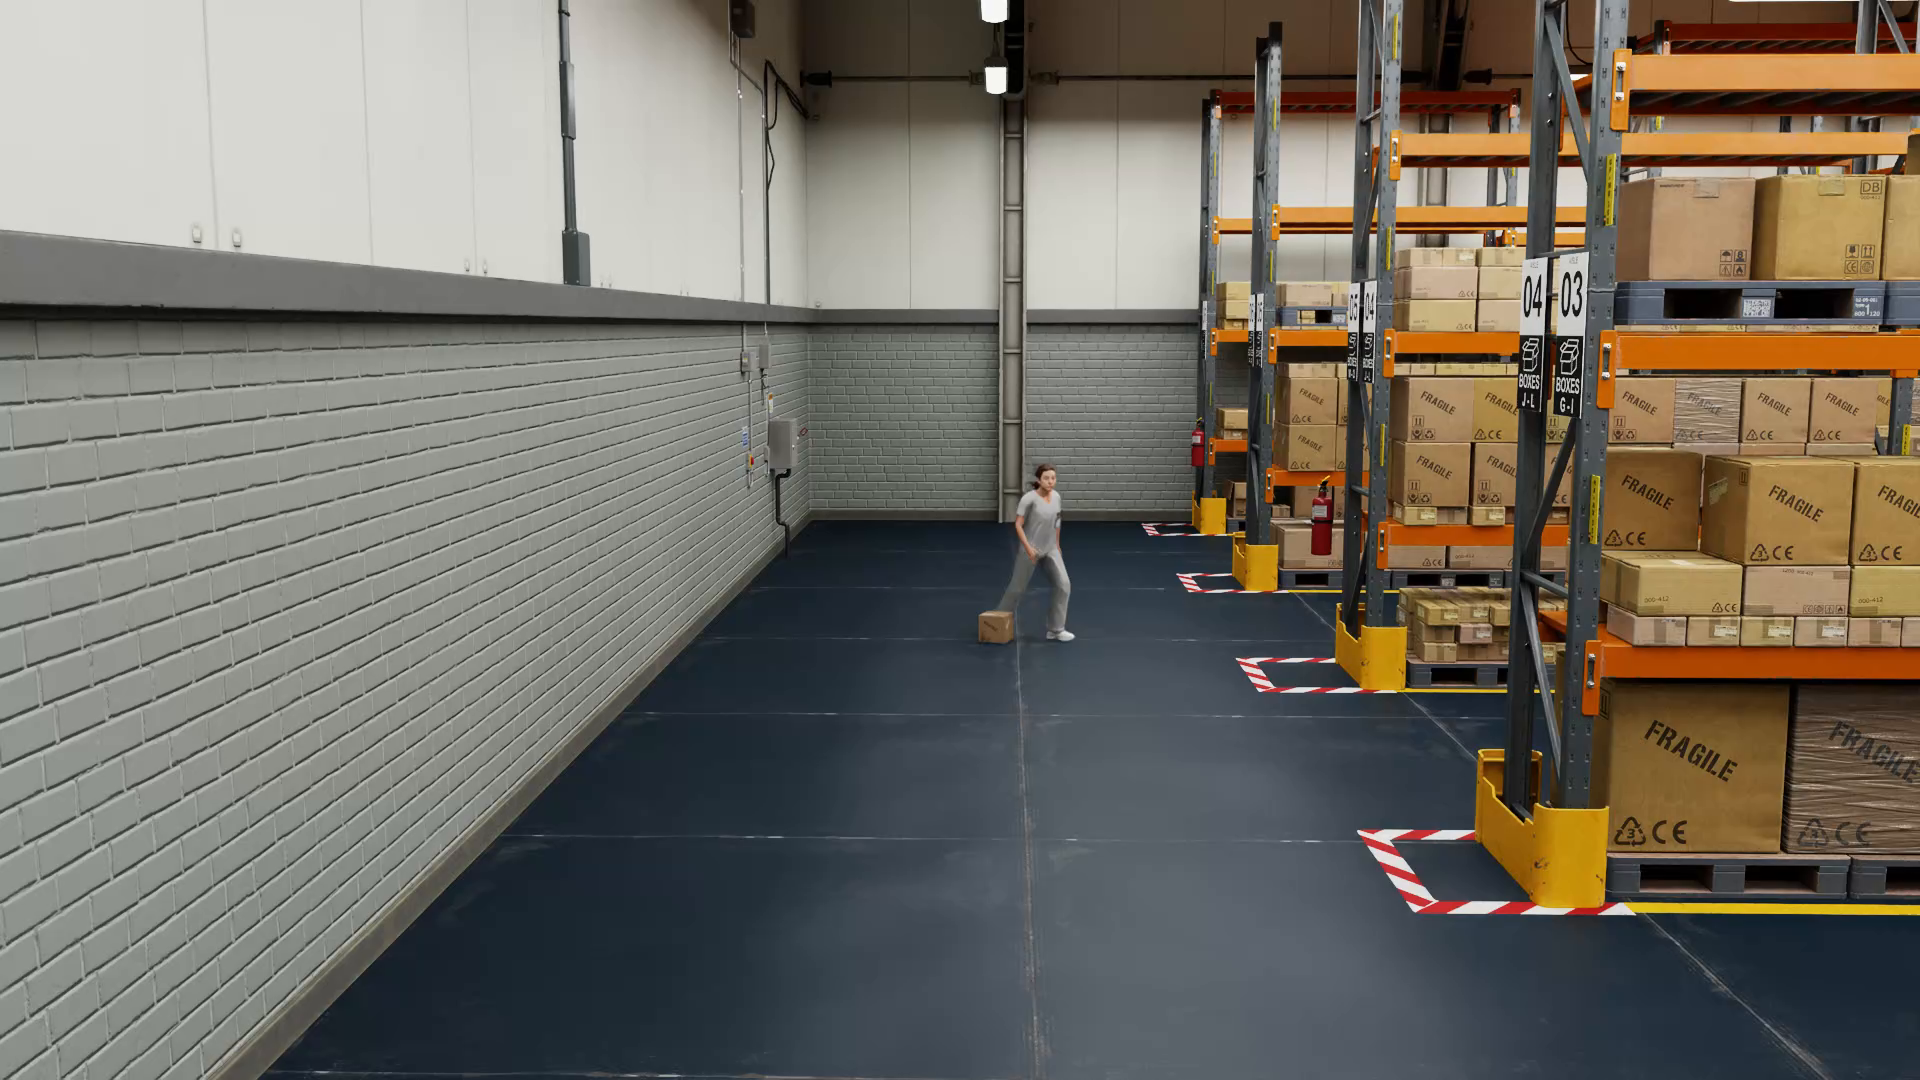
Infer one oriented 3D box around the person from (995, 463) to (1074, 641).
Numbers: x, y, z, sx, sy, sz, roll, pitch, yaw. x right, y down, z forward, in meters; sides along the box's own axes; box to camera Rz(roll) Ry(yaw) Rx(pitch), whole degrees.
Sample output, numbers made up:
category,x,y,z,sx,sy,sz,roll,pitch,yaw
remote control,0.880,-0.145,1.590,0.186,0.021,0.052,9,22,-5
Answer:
category,x,y,z,sx,sy,sz,roll,pitch,yaw
person,0.660,0.088,15.204,0.562,1.616,0.825,-4,8,-28
